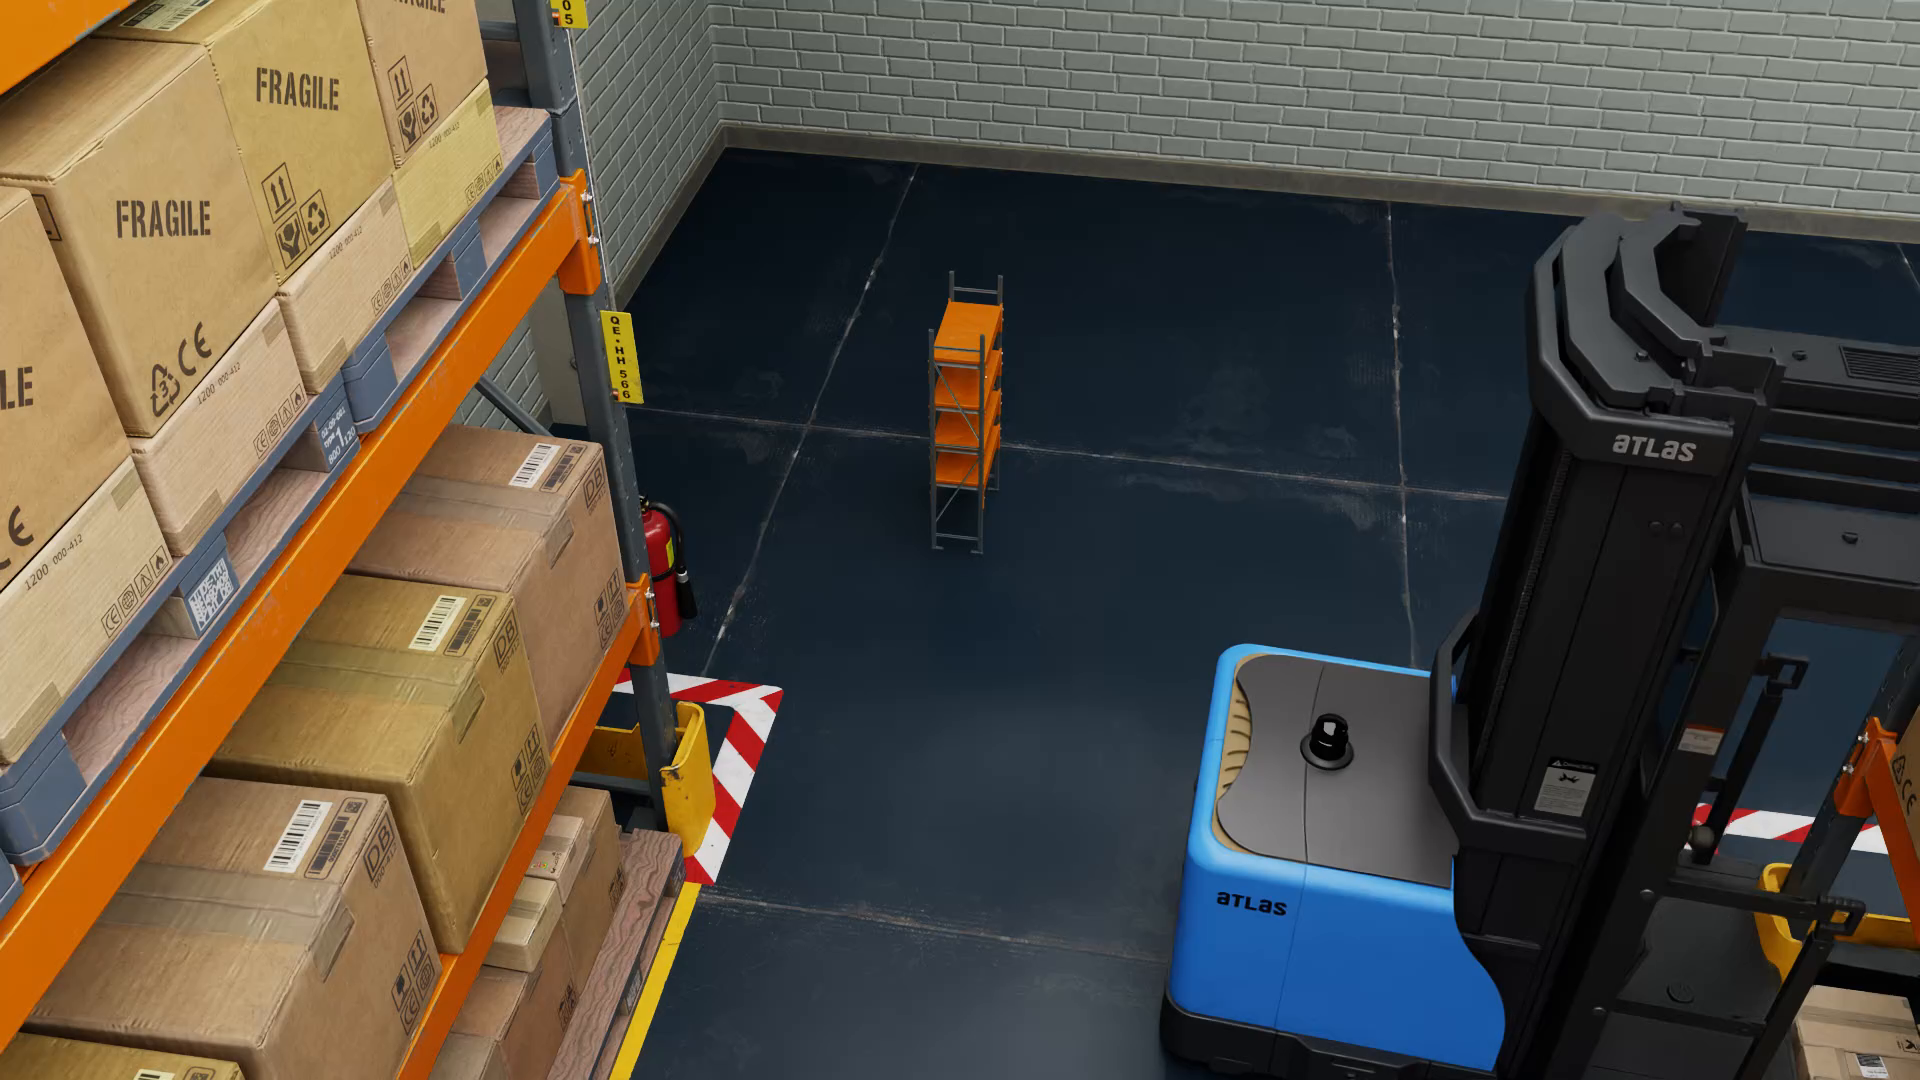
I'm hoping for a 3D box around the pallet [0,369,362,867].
[{"bbox_3d":[-1.892,0.027,3.176,1.003,0.211,1.213,6,40,8],"label":"pallet"}]

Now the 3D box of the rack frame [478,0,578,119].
[{"bbox_3d":[-1.565,-2.398,3.685,1.000,3.000,0.127,6,40,8],"label":"rack frame"}]

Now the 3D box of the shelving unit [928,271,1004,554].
[{"bbox_3d":[0.029,-0.566,7.590,0.258,1.200,0.503,6,40,8],"label":"shelving unit"}]

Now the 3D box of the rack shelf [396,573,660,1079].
[{"bbox_3d":[-1.911,1.447,4.308,1.077,0.370,4.000,6,40,8],"label":"rack shelf"}]

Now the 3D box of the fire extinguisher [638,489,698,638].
[{"bbox_3d":[-1.084,0.044,5.793,0.296,0.674,0.183,6,40,8],"label":"fire extinguisher"}]

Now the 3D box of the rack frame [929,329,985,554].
[{"bbox_3d":[-0.014,-0.413,7.405,0.240,1.200,0.015,6,40,8],"label":"rack frame"}]

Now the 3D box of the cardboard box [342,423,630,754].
[{"bbox_3d":[-1.643,0.120,5.113,0.980,0.700,0.700,8,40,10],"label":"cardboard box"}]

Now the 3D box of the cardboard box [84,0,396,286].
[{"bbox_3d":[-1.520,-0.871,3.314,0.500,0.500,0.500,8,40,9],"label":"cardboard box"}]

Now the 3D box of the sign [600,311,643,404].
[{"bbox_3d":[-1.033,-0.555,5.069,0.100,0.325,0.005,6,40,8],"label":"sign"}]

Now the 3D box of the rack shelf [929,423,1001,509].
[{"bbox_3d":[0.029,-0.361,7.760,0.258,0.148,0.480,6,40,8],"label":"rack shelf"}]

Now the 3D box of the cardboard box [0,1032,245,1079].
[{"bbox_3d":[-2.015,1.513,3.428,0.980,0.700,0.700,5,40,7],"label":"cardboard box"}]

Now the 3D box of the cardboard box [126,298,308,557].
[{"bbox_3d":[-1.604,-0.242,3.141,0.500,0.250,0.500,5,40,6],"label":"cardboard box"}]

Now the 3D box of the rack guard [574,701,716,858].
[{"bbox_3d":[-1.561,0.862,6.411,1.175,0.500,0.348,6,40,8],"label":"rack guard"}]

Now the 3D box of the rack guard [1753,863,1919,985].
[{"bbox_3d":[3.301,1.469,5.678,1.175,0.500,0.348,6,40,8],"label":"rack guard"}]

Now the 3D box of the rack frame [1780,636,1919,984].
[{"bbox_3d":[3.315,0.458,4.939,1.000,3.000,0.127,6,40,8],"label":"rack frame"}]

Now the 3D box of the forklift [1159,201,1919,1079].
[{"bbox_3d":[2.256,0.556,4.874,3.031,2.935,1.130,8,40,10],"label":"forklift"}]

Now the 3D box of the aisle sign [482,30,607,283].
[{"bbox_3d":[-1.257,-1.100,4.783,0.394,0.787,0.004,6,40,8],"label":"aisle sign"}]

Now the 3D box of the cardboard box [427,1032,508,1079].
[{"bbox_3d":[-1.760,1.796,4.953,0.700,0.500,0.500,5,40,6],"label":"cardboard box"}]

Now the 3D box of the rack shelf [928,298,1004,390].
[{"bbox_3d":[0.029,-0.869,7.340,0.258,0.148,0.480,6,40,8],"label":"rack shelf"}]

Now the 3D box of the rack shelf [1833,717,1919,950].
[{"bbox_3d":[2.969,1.990,3.650,1.077,0.370,4.000,6,40,8],"label":"rack shelf"}]

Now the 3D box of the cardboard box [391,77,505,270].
[{"bbox_3d":[-1.430,-0.896,3.932,0.500,0.250,0.500,8,40,9],"label":"cardboard box"}]

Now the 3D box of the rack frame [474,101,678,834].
[{"bbox_3d":[-1.565,-0.086,5.597,1.000,3.000,0.127,6,40,8],"label":"rack frame"}]

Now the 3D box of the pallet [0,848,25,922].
[{"bbox_3d":[-2.105,0.790,2.252,1.003,0.211,1.213,6,40,8],"label":"pallet"}]

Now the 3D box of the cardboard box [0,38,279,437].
[{"bbox_3d":[-1.602,-0.543,2.917,0.500,0.500,0.500,5,40,6],"label":"cardboard box"}]

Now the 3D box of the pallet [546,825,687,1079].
[{"bbox_3d":[-1.626,1.499,5.868,1.003,0.211,1.213,6,40,8],"label":"pallet"}]

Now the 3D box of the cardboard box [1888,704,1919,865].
[{"bbox_3d":[2.978,0.669,4.605,0.500,0.500,0.500,7,40,9],"label":"cardboard box"}]

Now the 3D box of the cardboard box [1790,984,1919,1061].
[{"bbox_3d":[2.904,1.612,5.435,0.380,0.149,0.250,6,40,8],"label":"cardboard box"}]

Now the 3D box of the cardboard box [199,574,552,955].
[{"bbox_3d":[-1.758,0.578,4.559,0.980,0.700,0.700,6,40,7],"label":"cardboard box"}]

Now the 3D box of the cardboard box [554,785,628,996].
[{"bbox_3d":[-1.588,1.166,5.715,0.700,0.500,0.500,6,40,8],"label":"cardboard box"}]

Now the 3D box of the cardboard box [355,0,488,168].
[{"bbox_3d":[-1.423,-1.184,3.692,0.500,0.500,0.500,6,40,8],"label":"cardboard box"}]

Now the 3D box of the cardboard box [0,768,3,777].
[{"bbox_3d":[-1.776,0.403,2.361,0.500,0.250,0.500,6,40,7],"label":"cardboard box"}]

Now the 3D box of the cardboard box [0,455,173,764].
[{"bbox_3d":[-1.694,0.080,2.751,0.500,0.250,0.500,5,40,6],"label":"cardboard box"}]

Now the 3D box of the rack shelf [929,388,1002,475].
[{"bbox_3d":[0.029,-0.514,7.633,0.258,0.148,0.480,6,40,8],"label":"rack shelf"}]

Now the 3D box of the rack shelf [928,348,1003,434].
[{"bbox_3d":[0.029,-0.687,7.491,0.258,0.148,0.480,6,40,8],"label":"rack shelf"}]

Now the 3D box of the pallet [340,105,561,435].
[{"bbox_3d":[-1.683,-0.741,4.105,1.003,0.211,1.213,6,40,8],"label":"pallet"}]

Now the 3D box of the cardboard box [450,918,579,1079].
[{"bbox_3d":[-1.674,1.480,5.335,0.700,0.500,0.500,6,40,8],"label":"cardboard box"}]

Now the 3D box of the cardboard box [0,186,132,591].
[{"bbox_3d":[-1.695,-0.214,2.518,0.500,0.500,0.500,7,40,8],"label":"cardboard box"}]

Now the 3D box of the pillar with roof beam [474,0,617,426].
[{"bbox_3d":[2.290,-3.713,5.276,9.100,9.000,0.400,6,40,8],"label":"pillar with roof beam"}]

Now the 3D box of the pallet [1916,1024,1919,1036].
[{"bbox_3d":[3.164,2.081,5.165,1.003,0.211,1.213,6,40,8],"label":"pallet"}]

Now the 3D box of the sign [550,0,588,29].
[{"bbox_3d":[-1.033,-1.484,4.301,0.100,0.325,0.005,6,40,8],"label":"sign"}]

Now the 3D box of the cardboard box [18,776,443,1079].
[{"bbox_3d":[-1.899,1.055,3.981,0.980,0.700,0.700,5,40,6],"label":"cardboard box"}]

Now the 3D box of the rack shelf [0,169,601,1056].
[{"bbox_3d":[-1.911,0.290,3.352,1.077,0.370,4.000,6,40,8],"label":"rack shelf"}]

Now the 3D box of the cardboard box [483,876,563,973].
[{"bbox_3d":[-1.474,1.177,5.192,0.380,0.149,0.250,7,40,9],"label":"cardboard box"}]

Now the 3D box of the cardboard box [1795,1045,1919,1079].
[{"bbox_3d":[2.860,1.762,5.240,0.380,0.166,0.250,6,40,8],"label":"cardboard box"}]

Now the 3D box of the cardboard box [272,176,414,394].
[{"bbox_3d":[-1.519,-0.569,3.536,0.500,0.250,0.500,5,40,6],"label":"cardboard box"}]

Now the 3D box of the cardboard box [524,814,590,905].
[{"bbox_3d":[-1.430,1.017,5.386,0.380,0.149,0.250,6,40,7],"label":"cardboard box"}]

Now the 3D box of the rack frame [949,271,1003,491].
[{"bbox_3d":[0.071,-0.719,7.775,0.240,1.200,0.015,6,40,8],"label":"rack frame"}]
